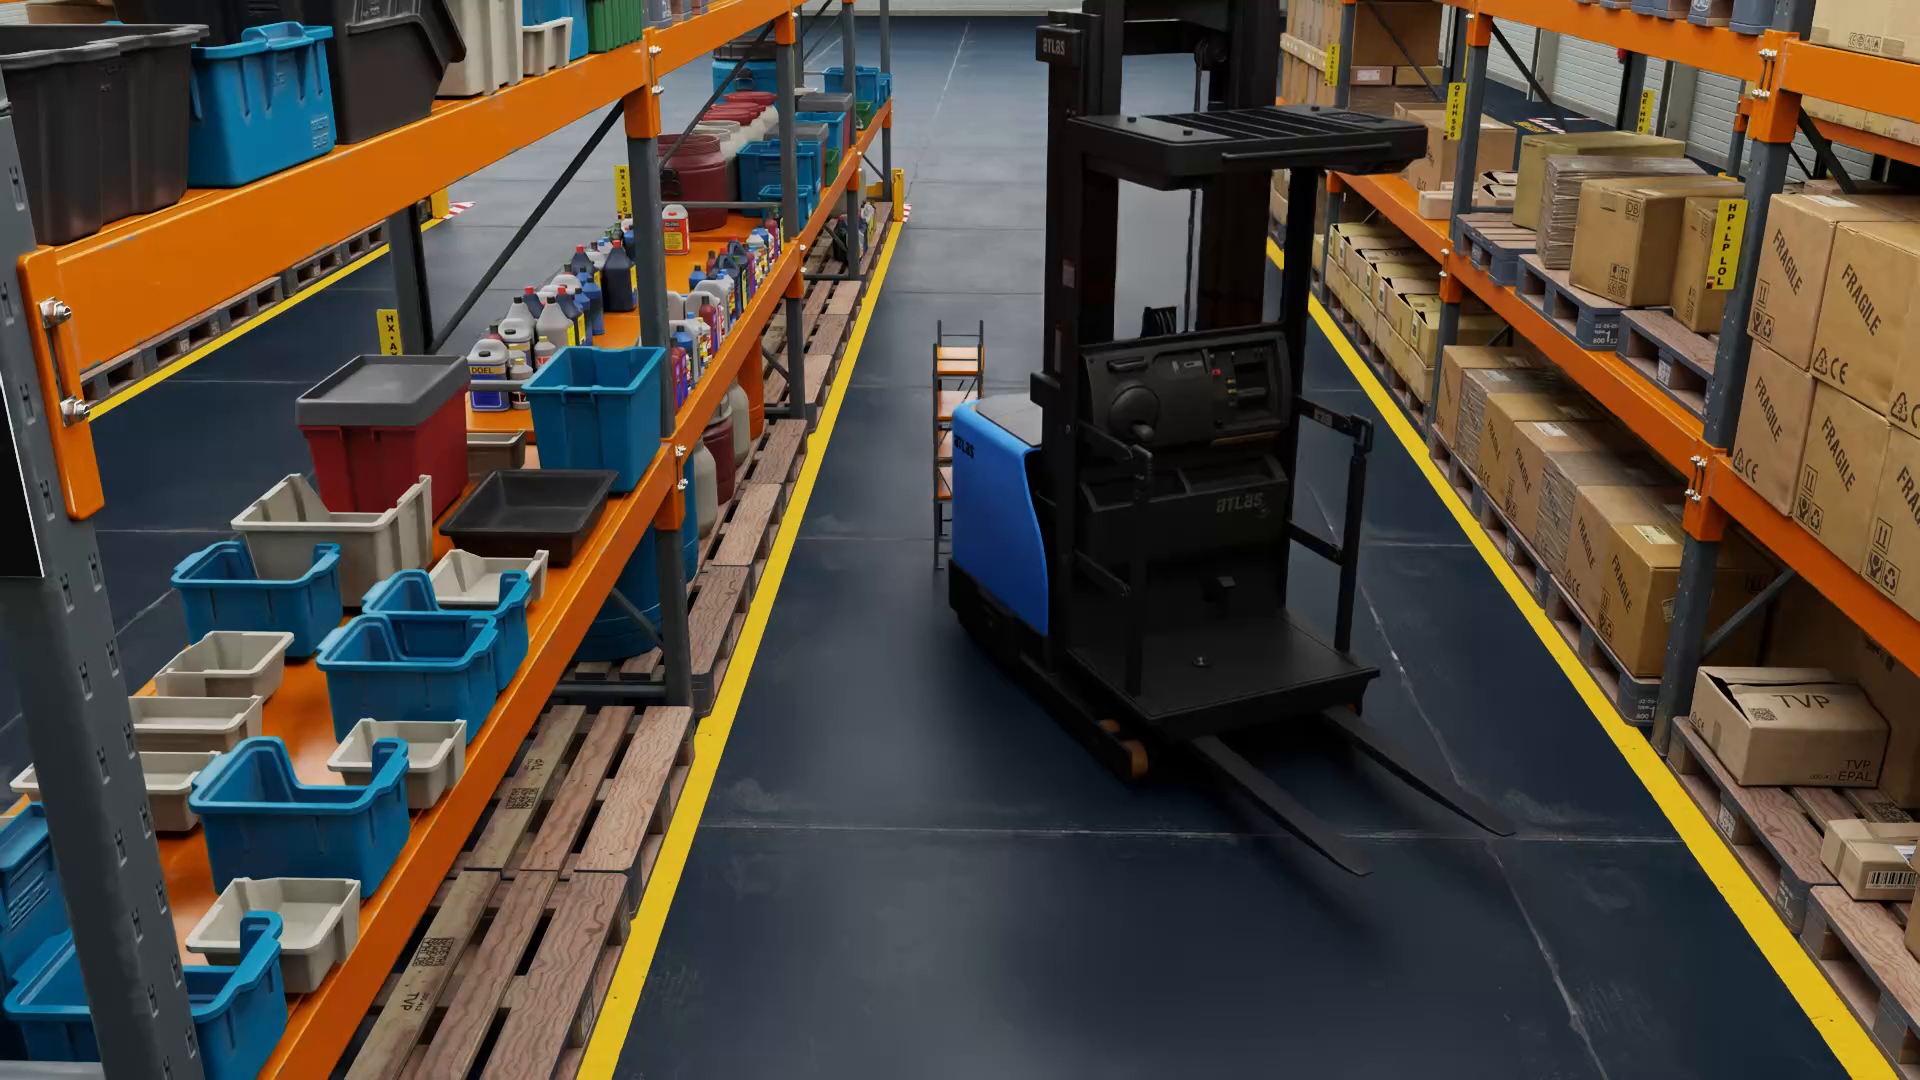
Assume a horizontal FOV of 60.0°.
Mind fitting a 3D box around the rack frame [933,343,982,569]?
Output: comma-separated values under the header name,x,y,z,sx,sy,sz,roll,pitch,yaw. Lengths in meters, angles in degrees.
name,x,y,z,sx,sy,sz,roll,pitch,yaw
rack frame,-0.012,-0.411,8.430,0.240,1.200,0.015,1,21,2

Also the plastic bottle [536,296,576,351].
name,x,y,z,sx,sy,sz,roll,pitch,yaw
plastic bottle,-1.765,-0.895,7.256,0.144,0.351,0.185,1,21,2

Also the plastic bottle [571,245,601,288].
name,x,y,z,sx,sy,sz,roll,pitch,yaw
plastic bottle,-1.875,-1.294,8.286,0.144,0.351,0.185,1,21,2

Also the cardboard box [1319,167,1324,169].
name,x,y,z,sx,sy,sz,roll,pitch,yaw
cardboard box,3.419,-3.215,15.352,0.500,0.500,0.500,1,21,2

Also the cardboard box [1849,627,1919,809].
name,x,y,z,sx,sy,sz,roll,pitch,yaw
cardboard box,3.608,0.642,6.075,0.500,0.500,0.500,1,21,2

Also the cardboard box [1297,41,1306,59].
name,x,y,z,sx,sy,sz,roll,pitch,yaw
cardboard box,3.449,-4.702,15.967,0.380,0.149,0.250,0,21,0

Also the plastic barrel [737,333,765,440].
name,x,y,z,sx,sy,sz,roll,pitch,yaw
plastic barrel,-1.486,-1.036,9.973,0.600,0.830,0.708,1,21,2

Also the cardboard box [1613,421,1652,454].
name,x,y,z,sx,sy,sz,roll,pitch,yaw
cardboard box,3.643,-0.296,8.492,0.500,0.500,0.500,0,21,0

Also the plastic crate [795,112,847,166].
name,x,y,z,sx,sy,sz,roll,pitch,yaw
plastic crate,-1.089,-3.066,12.806,0.392,0.384,0.575,1,21,2

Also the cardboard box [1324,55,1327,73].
name,x,y,z,sx,sy,sz,roll,pitch,yaw
cardboard box,3.401,-4.149,14.539,0.380,0.149,0.250,1,21,2

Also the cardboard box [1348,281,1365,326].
name,x,y,z,sx,sy,sz,roll,pitch,yaw
cardboard box,3.295,-1.819,12.790,0.500,0.250,0.500,0,21,0

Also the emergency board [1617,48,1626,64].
name,x,y,z,sx,sy,sz,roll,pitch,yaw
emergency board,9.797,-7.613,24.503,0.194,1.169,0.643,1,21,2

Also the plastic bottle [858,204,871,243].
name,x,y,z,sx,sy,sz,roll,pitch,yaw
plastic bottle,-0.908,-2.955,15.552,0.144,0.351,0.185,0,21,1

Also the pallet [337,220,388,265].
name,x,y,z,sx,sy,sz,roll,pitch,yaw
pallet,-6.297,-2.916,16.252,1.003,0.211,1.213,1,21,2

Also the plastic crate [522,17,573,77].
name,x,y,z,sx,sy,sz,roll,pitch,yaw
plastic crate,-1.268,-1.395,4.694,0.293,0.136,0.466,1,21,2

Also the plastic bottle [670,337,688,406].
name,x,y,z,sx,sy,sz,roll,pitch,yaw
plastic bottle,-1.168,-0.705,6.860,0.061,0.283,0.133,1,21,2

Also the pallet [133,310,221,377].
name,x,y,z,sx,sy,sz,roll,pitch,yaw
pallet,-6.373,-1.506,12.620,1.003,0.211,1.213,1,21,2

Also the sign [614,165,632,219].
name,x,y,z,sx,sy,sz,roll,pitch,yaw
sign,-2.038,-2.109,10.092,0.100,0.325,0.005,1,21,2

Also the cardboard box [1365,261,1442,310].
name,x,y,z,sx,sy,sz,roll,pitch,yaw
cardboard box,3.278,-1.893,12.205,0.500,0.311,0.500,1,21,3

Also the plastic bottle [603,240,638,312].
name,x,y,z,sx,sy,sz,roll,pitch,yaw
plastic bottle,-1.719,-1.341,8.408,0.144,0.351,0.185,1,21,2

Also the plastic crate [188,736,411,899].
name,x,y,z,sx,sy,sz,roll,pitch,yaw
plastic crate,-1.375,0.589,3.512,0.416,0.233,0.300,1,21,2

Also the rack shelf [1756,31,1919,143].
name,x,y,z,sx,sy,sz,roll,pitch,yaw
rack shelf,3.281,-0.867,3.965,1.077,0.370,4.000,1,21,2

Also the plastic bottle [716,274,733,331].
name,x,y,z,sx,sy,sz,roll,pitch,yaw
plastic bottle,-1.149,-1.147,8.015,0.097,0.271,0.097,0,21,0

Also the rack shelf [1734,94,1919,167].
name,x,y,z,sx,sy,sz,roll,pitch,yaw
rack shelf,8.597,-3.754,15.553,1.077,0.370,4.000,1,21,2

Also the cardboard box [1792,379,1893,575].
name,x,y,z,sx,sy,sz,roll,pitch,yaw
cardboard box,3.041,-0.208,5.279,0.500,0.500,0.500,1,21,3

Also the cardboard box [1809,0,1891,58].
name,x,y,z,sx,sy,sz,roll,pitch,yaw
cardboard box,3.079,-1.683,5.280,0.500,0.250,0.500,1,21,2

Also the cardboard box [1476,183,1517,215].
name,x,y,z,sx,sy,sz,roll,pitch,yaw
cardboard box,3.518,-2.063,10.323,0.500,0.311,0.500,2,21,5

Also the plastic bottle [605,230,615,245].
name,x,y,z,sx,sy,sz,roll,pitch,yaw
plastic bottle,-1.895,-1.524,8.970,0.061,0.283,0.133,1,21,2

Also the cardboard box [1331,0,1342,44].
name,x,y,z,sx,sy,sz,roll,pitch,yaw
cardboard box,3.606,-4.415,14.328,0.700,0.500,0.500,1,21,1

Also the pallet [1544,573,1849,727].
name,x,y,z,sx,sy,sz,roll,pitch,yaw
pallet,3.328,0.478,7.505,1.003,0.211,1.213,1,21,2

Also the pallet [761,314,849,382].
name,x,y,z,sx,sy,sz,roll,pitch,yaw
pallet,-1.386,-1.449,12.472,1.003,0.211,1.213,1,21,2

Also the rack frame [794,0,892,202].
name,x,y,z,sx,sy,sz,roll,pitch,yaw
rack frame,-1.245,-4.922,17.567,1.000,3.000,0.127,1,21,2

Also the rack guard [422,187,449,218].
name,x,y,z,sx,sy,sz,roll,pitch,yaw
rack guard,-6.198,-3.784,18.089,1.175,0.500,0.348,1,21,2

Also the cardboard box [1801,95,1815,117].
name,x,y,z,sx,sy,sz,roll,pitch,yaw
cardboard box,8.303,-4.207,15.906,0.500,0.250,0.500,0,21,1

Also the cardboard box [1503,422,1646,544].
name,x,y,z,sx,sy,sz,roll,pitch,yaw
cardboard box,3.122,-0.293,8.484,0.500,0.500,0.500,0,21,0

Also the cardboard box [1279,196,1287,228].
name,x,y,z,sx,sy,sz,roll,pitch,yaw
cardboard box,3.441,-3.227,16.420,0.500,0.250,0.500,1,21,2

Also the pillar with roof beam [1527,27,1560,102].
name,x,y,z,sx,sy,sz,roll,pitch,yaw
pillar with roof beam,5.563,-11.733,26.829,9.100,9.000,0.400,1,21,2

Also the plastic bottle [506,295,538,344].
name,x,y,z,sx,sy,sz,roll,pitch,yaw
plastic bottle,-1.909,-0.896,7.260,0.144,0.351,0.185,1,21,2

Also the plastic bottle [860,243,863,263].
name,x,y,z,sx,sy,sz,roll,pitch,yaw
plastic bottle,-0.912,-2.560,14.741,0.097,0.201,0.097,0,21,0

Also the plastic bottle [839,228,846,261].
name,x,y,z,sx,sy,sz,roll,pitch,yaw
plastic bottle,-1.042,-2.643,14.841,0.061,0.283,0.133,1,21,2

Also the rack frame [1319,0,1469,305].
name,x,y,z,sx,sy,sz,roll,pitch,yaw
rack frame,3.585,-3.420,13.696,1.000,3.000,0.127,1,21,2

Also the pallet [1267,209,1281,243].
name,x,y,z,sx,sy,sz,roll,pitch,yaw
pallet,3.725,-3.289,17.214,1.003,0.211,1.213,1,21,2

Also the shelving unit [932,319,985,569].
name,x,y,z,sx,sy,sz,roll,pitch,yaw
shelving unit,-0.005,-0.500,8.658,0.258,1.200,0.503,1,21,2

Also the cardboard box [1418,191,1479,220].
name,x,y,z,sx,sy,sz,roll,pitch,yaw
cardboard box,3.214,-2.185,10.860,0.380,0.149,0.250,1,21,2

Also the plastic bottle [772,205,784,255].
name,x,y,z,sx,sy,sz,roll,pitch,yaw
plastic bottle,-1.074,-1.824,9.745,0.061,0.283,0.133,1,21,2

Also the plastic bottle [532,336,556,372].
name,x,y,z,sx,sy,sz,roll,pitch,yaw
plastic bottle,-1.784,-0.774,7.152,0.097,0.201,0.097,0,21,0

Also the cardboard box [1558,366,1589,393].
name,x,y,z,sx,sy,sz,roll,pitch,yaw
cardboard box,3.672,-1.002,9.275,0.500,0.250,0.500,1,21,4

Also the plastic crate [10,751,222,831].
name,x,y,z,sx,sy,sz,roll,pitch,yaw
plastic crate,-1.864,0.557,3.729,0.396,0.136,0.243,1,21,2

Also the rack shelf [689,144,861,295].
name,x,y,z,sx,sy,sz,roll,pitch,yaw
rack shelf,-1.427,-2.417,12.107,1.077,0.370,4.000,1,21,2

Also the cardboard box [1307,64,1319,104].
name,x,y,z,sx,sy,sz,roll,pitch,yaw
cardboard box,3.635,-4.184,15.528,0.700,0.500,0.500,1,21,3

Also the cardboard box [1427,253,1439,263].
name,x,y,z,sx,sy,sz,roll,pitch,yaw
cardboard box,3.832,-2.077,12.681,0.500,0.311,0.500,1,21,1

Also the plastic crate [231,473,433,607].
name,x,y,z,sx,sy,sz,roll,pitch,yaw
plastic crate,-1.840,-0.006,4.978,0.437,0.282,0.530,1,21,2

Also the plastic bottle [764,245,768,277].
name,x,y,z,sx,sy,sz,roll,pitch,yaw
plastic bottle,-1.111,-1.555,9.165,0.097,0.201,0.097,0,21,0

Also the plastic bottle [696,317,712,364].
name,x,y,z,sx,sy,sz,roll,pitch,yaw
plastic bottle,-1.167,-0.898,7.471,0.097,0.201,0.097,0,21,0

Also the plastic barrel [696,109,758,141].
name,x,y,z,sx,sy,sz,roll,pitch,yaw
plastic barrel,-1.650,-2.774,11.843,0.433,0.535,0.433,0,21,0

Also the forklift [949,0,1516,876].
name,x,y,z,sx,sy,sz,roll,pitch,yaw
forklift,1.014,-0.591,6.500,1.130,2.935,3.031,-9,23,-23

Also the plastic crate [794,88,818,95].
name,x,y,z,sx,sy,sz,roll,pitch,yaw
plastic crate,-1.593,-4.479,16.790,0.298,0.136,0.250,1,21,2
